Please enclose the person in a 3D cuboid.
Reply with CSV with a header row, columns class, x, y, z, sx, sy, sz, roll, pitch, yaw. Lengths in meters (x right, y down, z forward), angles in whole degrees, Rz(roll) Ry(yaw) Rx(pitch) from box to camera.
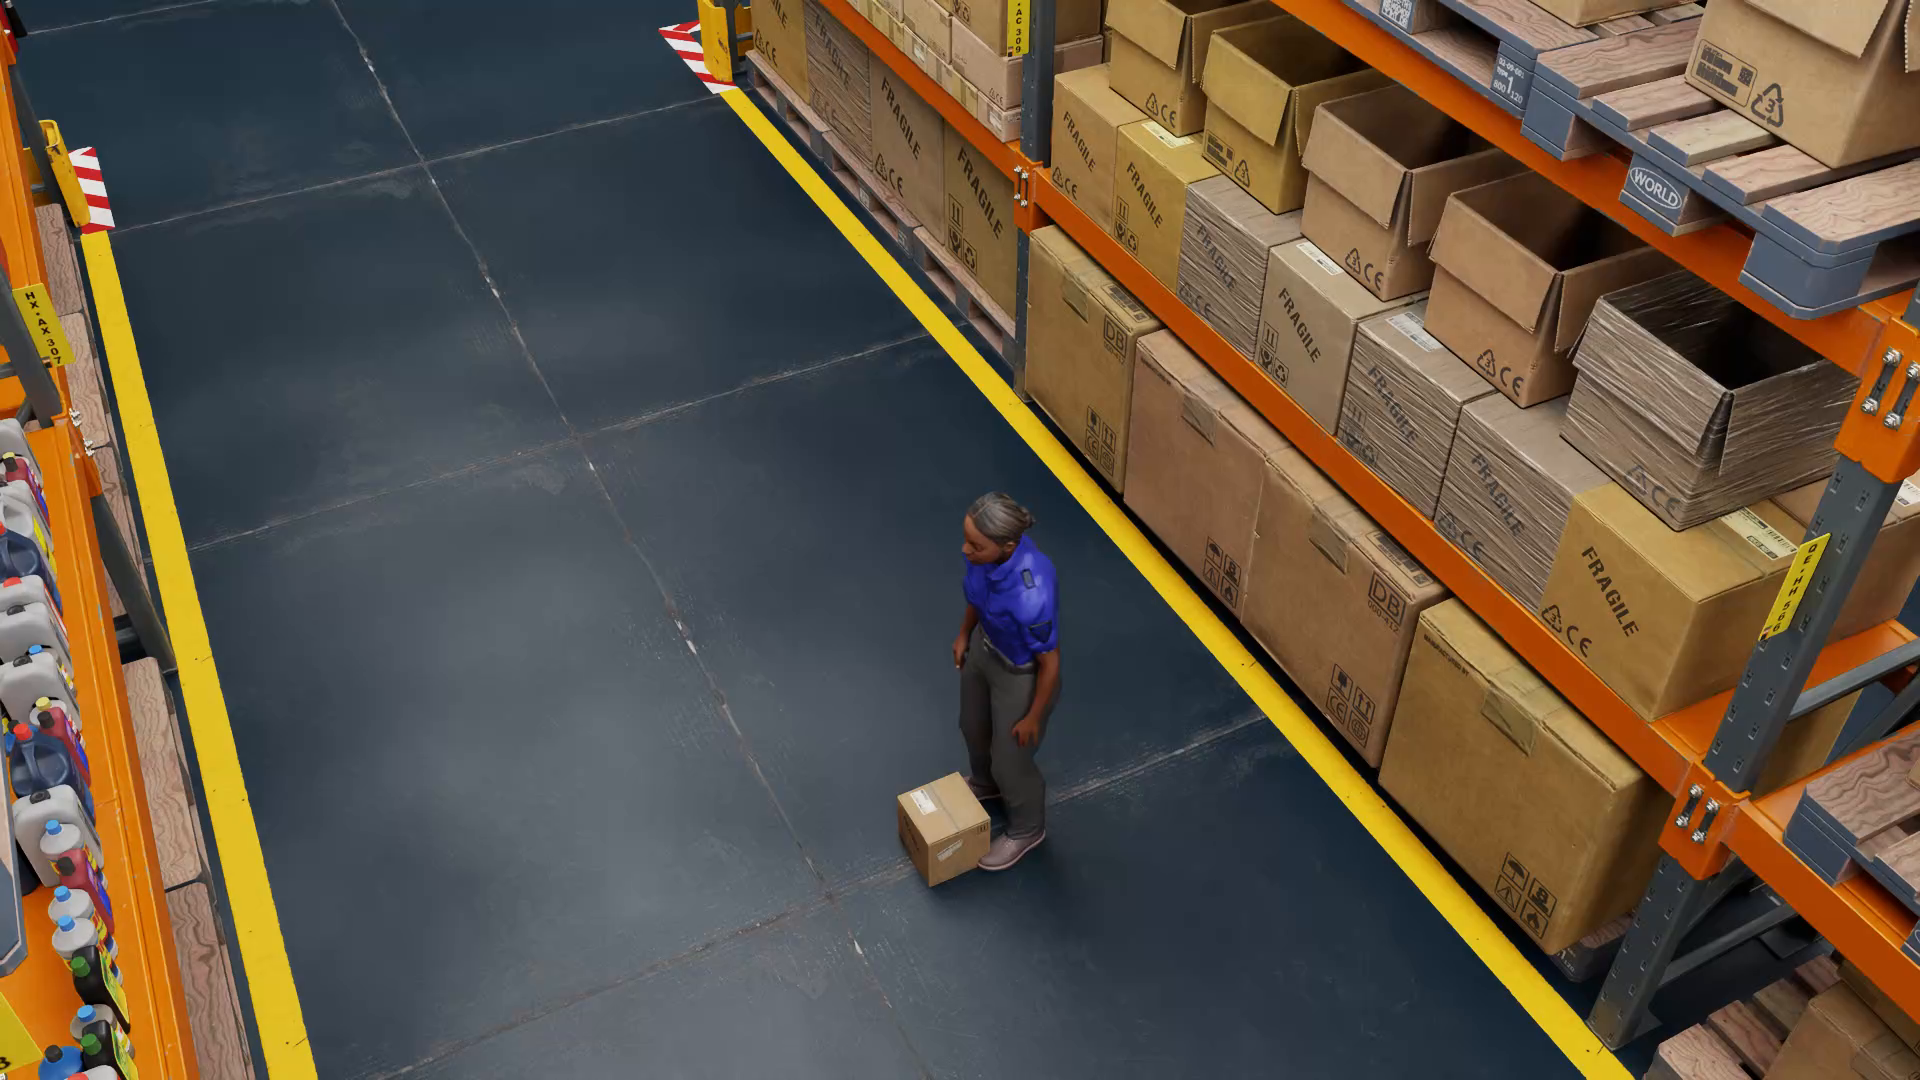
class,x,y,z,sx,sy,sz,roll,pitch,yaw
person,0.145,0.452,5.651,0.348,1.655,0.527,-20,45,-21
